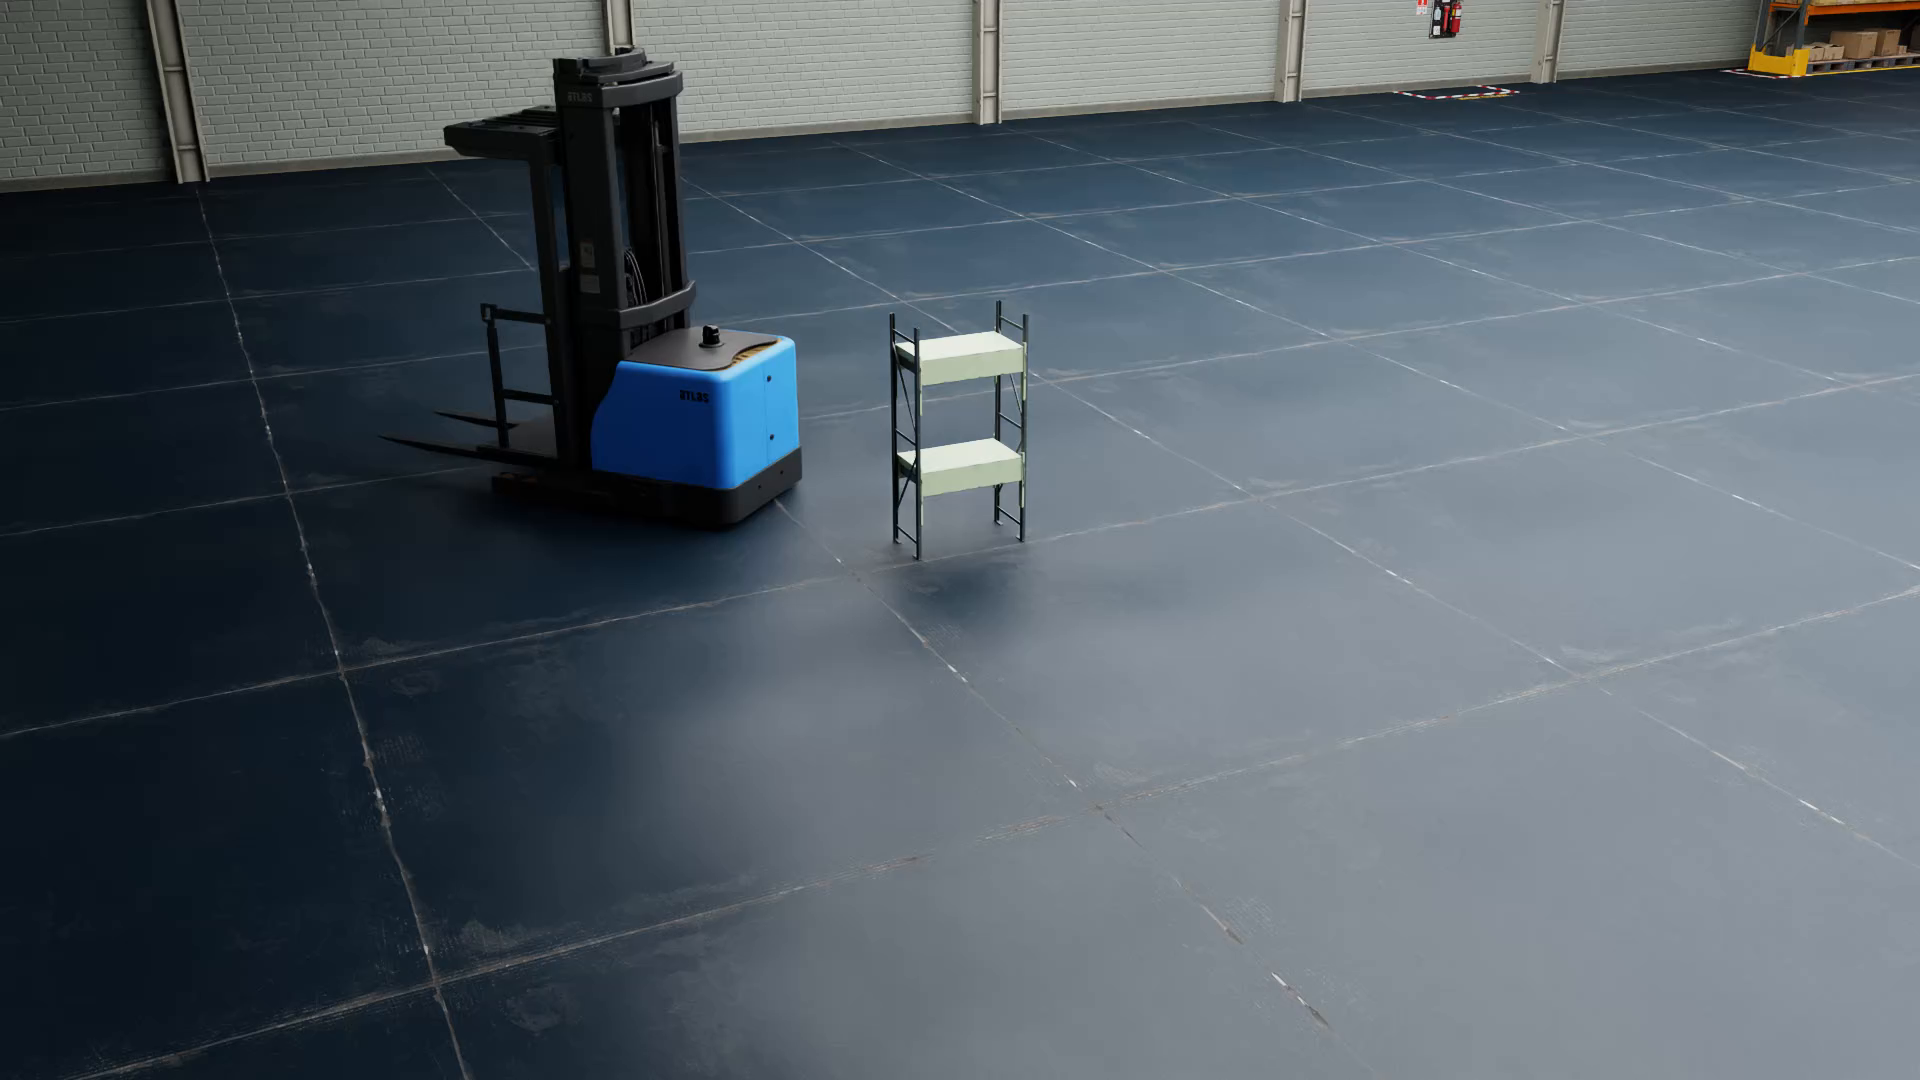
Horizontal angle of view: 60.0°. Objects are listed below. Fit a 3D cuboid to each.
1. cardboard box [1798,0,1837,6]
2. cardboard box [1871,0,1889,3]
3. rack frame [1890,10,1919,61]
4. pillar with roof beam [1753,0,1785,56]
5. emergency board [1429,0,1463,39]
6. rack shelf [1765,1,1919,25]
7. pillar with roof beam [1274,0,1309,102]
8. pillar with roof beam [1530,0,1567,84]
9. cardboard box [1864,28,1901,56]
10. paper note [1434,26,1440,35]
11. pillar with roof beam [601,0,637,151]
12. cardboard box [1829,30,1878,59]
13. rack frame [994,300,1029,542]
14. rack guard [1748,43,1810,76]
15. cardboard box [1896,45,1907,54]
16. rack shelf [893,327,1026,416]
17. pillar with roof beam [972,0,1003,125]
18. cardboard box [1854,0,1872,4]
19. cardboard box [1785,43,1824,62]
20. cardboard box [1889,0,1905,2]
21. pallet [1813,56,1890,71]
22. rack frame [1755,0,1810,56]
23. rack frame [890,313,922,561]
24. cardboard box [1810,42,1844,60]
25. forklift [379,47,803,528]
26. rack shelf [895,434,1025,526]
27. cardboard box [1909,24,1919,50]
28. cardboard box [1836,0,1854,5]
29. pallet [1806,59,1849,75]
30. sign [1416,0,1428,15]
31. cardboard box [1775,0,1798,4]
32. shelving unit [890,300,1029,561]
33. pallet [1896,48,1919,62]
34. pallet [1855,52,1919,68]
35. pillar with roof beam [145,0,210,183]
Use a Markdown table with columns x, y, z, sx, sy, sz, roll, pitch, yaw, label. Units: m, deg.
| x | y | z | sx | sy | sz | roll | pitch | yaw | label |
| --- | --- | --- | --- | --- | --- | --- | --- | --- | --- |
| 16.979 | -10.725 | 32.909 | 0.500 | 0.250 | 0.500 | -11 | 25 | -25 | cardboard box |
| 18.359 | -10.982 | 33.528 | 0.500 | 0.250 | 0.500 | -10 | 25 | -23 | cardboard box |
| 20.006 | -11.477 | 34.555 | 0.127 | 3.000 | 1.000 | -10 | 25 | -24 | rack frame |
| 18.525 | -12.516 | 29.222 | 0.400 | 9.000 | 9.100 | -10 | 25 | -24 | pillar with roof beam |
| 9.008 | -9.836 | 30.590 | 0.643 | 1.169 | 0.194 | -10 | 25 | -24 | emergency board |
| 18.204 | -10.813 | 33.892 | 4.000 | 0.370 | 1.077 | -10 | 25 | -24 | rack shelf |
| 7.712 | -10.526 | 24.413 | 0.400 | 9.000 | 9.100 | -10 | 25 | -24 | pillar with roof beam |
| 13.118 | -11.521 | 26.817 | 0.400 | 9.000 | 9.100 | -10 | 25 | -24 | pillar with roof beam |
| 19.088 | -10.340 | 34.500 | 0.500 | 0.500 | 0.500 | -12 | 26 | -28 | cardboard box |
| 8.818 | -9.424 | 30.745 | 0.142 | 0.148 | 0.016 | -10 | 25 | -24 | paper note |
| -3.101 | -8.535 | 19.604 | 0.400 | 9.000 | 9.100 | -10 | 25 | -24 | pillar with roof beam |
| 18.261 | -10.145 | 34.030 | 0.500 | 0.500 | 0.700 | -12 | 25 | -27 | cardboard box |
| 0.324 | -0.753 | 10.607 | 0.023 | 1.500 | 0.400 | -10 | 25 | -24 | rack frame |
| 16.470 | -9.672 | 33.461 | 0.348 | 0.500 | 1.175 | -10 | 25 | -24 | rack guard |
| 19.537 | -10.273 | 34.774 | 0.250 | 0.166 | 0.380 | -14 | 26 | -30 | cardboard box |
| -0.006 | -1.052 | 10.311 | 0.720 | 0.370 | 0.431 | -10 | 25 | -24 | rack shelf |
| 2.306 | -9.531 | 22.009 | 0.400 | 9.000 | 9.100 | -10 | 25 | -24 | pillar with roof beam |
| 17.903 | -10.899 | 33.328 | 0.500 | 0.250 | 0.500 | -11 | 25 | -24 | cardboard box |
| 17.064 | -9.859 | 33.585 | 0.500 | 0.311 | 0.500 | -14 | 26 | -30 | cardboard box |
| 18.812 | -11.066 | 33.731 | 0.500 | 0.250 | 0.500 | -11 | 25 | -24 | cardboard box |
| 18.316 | -9.862 | 34.298 | 1.213 | 0.211 | 1.003 | -10 | 25 | -24 | pallet |
| 16.402 | -10.814 | 32.953 | 0.127 | 3.000 | 1.000 | -10 | 25 | -24 | rack frame |
| -0.336 | -0.631 | 10.314 | 0.023 | 1.500 | 0.400 | -10 | 25 | -24 | rack frame |
| 17.578 | -9.953 | 33.813 | 0.500 | 0.311 | 0.500 | -8 | 24 | -19 | cardboard box |
| -2.666 | -1.788 | 11.237 | 3.031 | 2.935 | 1.130 | 9 | 24 | 21 | forklift |
| -0.006 | -0.391 | 10.585 | 0.720 | 0.370 | 0.431 | -10 | 25 | -24 | rack shelf |
| 20.662 | -10.654 | 35.258 | 0.500 | 0.500 | 0.700 | -10 | 24 | -22 | cardboard box |
| 17.441 | -10.816 | 33.129 | 0.500 | 0.250 | 0.500 | -11 | 25 | -25 | cardboard box |
| 17.218 | -9.661 | 33.812 | 1.213 | 0.211 | 1.003 | -10 | 25 | -24 | pallet |
| 8.465 | -9.796 | 30.448 | 0.234 | 0.329 | 0.001 | -10 | 25 | -24 | sign |
| 16.739 | -10.898 | 33.326 | 0.500 | 0.250 | 0.500 | -10 | 25 | -23 | cardboard box |
| -0.006 | -0.692 | 10.460 | 0.755 | 1.500 | 0.431 | -10 | 25 | -24 | shelving unit |
| 20.707 | -10.319 | 35.402 | 1.213 | 0.211 | 1.003 | -10 | 25 | -24 | pallet |
| 19.416 | -10.065 | 34.790 | 1.213 | 0.211 | 1.003 | -10 | 25 | -24 | pallet |
| -8.507 | -7.540 | 17.200 | 0.400 | 9.000 | 9.100 | -10 | 25 | -24 | pillar with roof beam |
